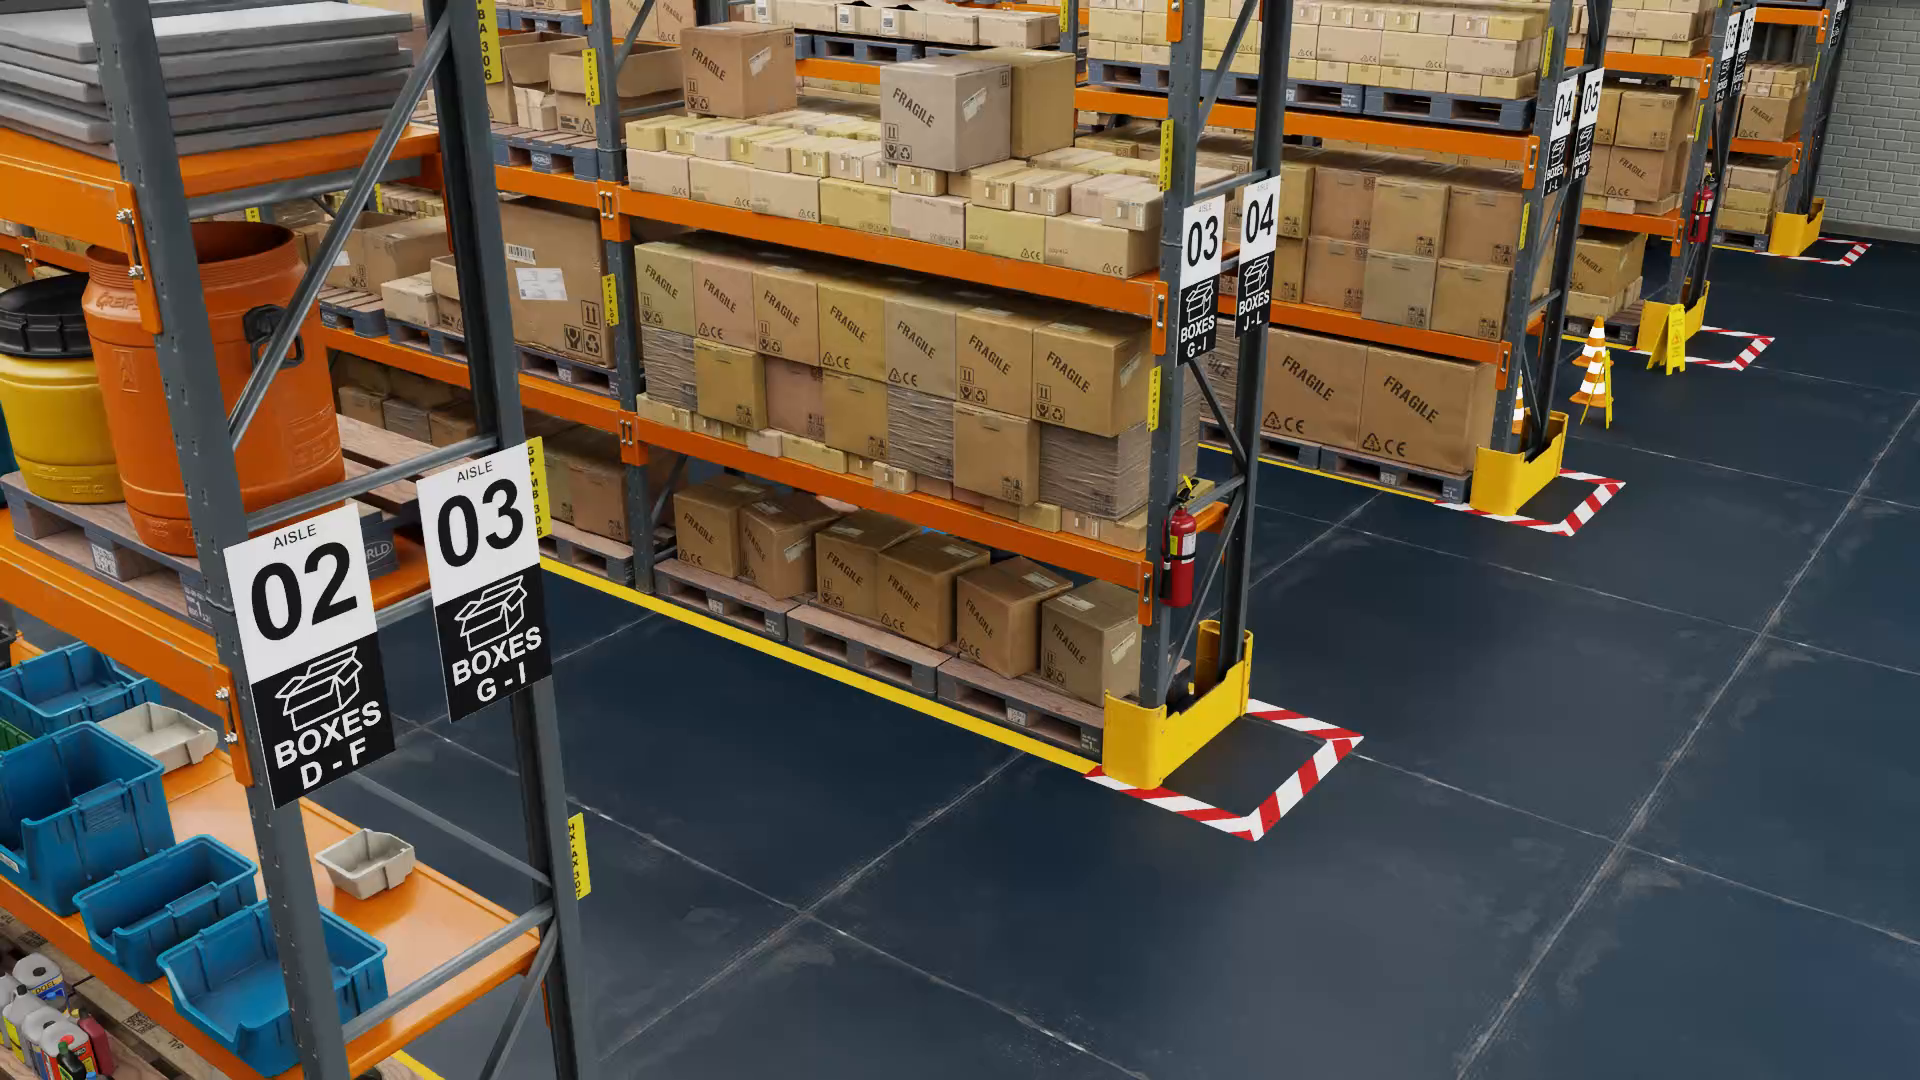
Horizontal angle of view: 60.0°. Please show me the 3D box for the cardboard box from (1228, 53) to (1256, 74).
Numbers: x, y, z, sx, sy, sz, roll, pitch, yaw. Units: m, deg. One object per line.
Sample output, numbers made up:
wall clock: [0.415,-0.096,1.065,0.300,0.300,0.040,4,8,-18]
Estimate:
cardboard box: [2.279,-3.734,12.951,0.250,0.149,0.380,17,29,33]

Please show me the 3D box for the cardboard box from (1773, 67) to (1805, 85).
cardboard box: [9.821,-5.497,19.710,0.250,0.149,0.380,17,29,33]

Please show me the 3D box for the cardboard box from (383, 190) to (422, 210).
cardboard box: [-6.759,-4.132,20.184,0.250,0.149,0.380,16,28,31]

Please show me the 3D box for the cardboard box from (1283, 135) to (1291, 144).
cardboard box: [3.482,-4.478,18.483,0.250,0.149,0.380,17,29,34]

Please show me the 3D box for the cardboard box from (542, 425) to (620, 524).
cardboard box: [-2.733,-0.502,12.224,0.500,0.500,0.700,17,29,33]

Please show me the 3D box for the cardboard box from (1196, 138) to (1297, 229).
cardboard box: [2.306,-2.936,13.667,0.550,0.550,0.875,17,29,33]

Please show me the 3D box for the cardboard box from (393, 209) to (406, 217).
cardboard box: [-6.682,-4.015,20.288,0.250,0.149,0.380,15,28,31]

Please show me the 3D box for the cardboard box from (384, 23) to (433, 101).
cardboard box: [-4.053,-3.342,11.651,0.500,0.500,0.500,16,28,32]

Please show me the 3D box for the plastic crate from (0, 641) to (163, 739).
plastic crate: [-3.806,0.678,7.175,0.616,0.251,0.499,17,29,33]

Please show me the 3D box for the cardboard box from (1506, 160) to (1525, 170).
cardboard box: [5.864,-3.867,16.813,0.500,0.500,0.500,17,29,33]

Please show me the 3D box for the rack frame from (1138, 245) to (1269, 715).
rack frame: [1.317,-0.200,8.985,0.127,3.000,1.000,17,29,33]

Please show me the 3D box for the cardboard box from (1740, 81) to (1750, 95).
cardboard box: [9.395,-5.471,20.018,0.250,0.149,0.380,17,29,34]

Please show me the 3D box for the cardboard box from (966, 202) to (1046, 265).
cardboard box: [0.377,-1.659,8.761,0.500,0.250,0.500,17,29,34]

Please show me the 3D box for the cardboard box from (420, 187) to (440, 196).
cardboard box: [-6.443,-4.302,20.570,0.250,0.149,0.380,15,28,31]

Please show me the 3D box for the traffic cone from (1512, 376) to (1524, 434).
traffic cone: [4.799,-1.202,14.404,0.334,0.463,0.336,17,29,33]

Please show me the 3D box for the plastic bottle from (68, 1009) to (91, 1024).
plastic bottle: [-3.623,2.026,6.856,0.097,0.201,0.097,0,24,0]

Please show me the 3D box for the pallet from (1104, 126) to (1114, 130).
pallet: [2.467,-4.779,19.614,1.213,0.211,1.003,17,29,33]

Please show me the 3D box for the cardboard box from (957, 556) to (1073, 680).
cardboard box: [0.328,0.461,10.062,0.500,0.500,0.500,-17,29,-34]

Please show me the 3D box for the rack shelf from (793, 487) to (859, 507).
rack shelf: [-0.856,-0.369,11.279,0.480,0.148,0.258,5,39,26]

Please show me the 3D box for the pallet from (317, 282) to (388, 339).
pallet: [-4.451,-1.909,13.101,1.003,0.211,1.213,17,29,33]

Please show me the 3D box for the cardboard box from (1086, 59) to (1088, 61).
cardboard box: [1.809,-5.565,20.146,0.500,0.500,0.500,16,29,32]

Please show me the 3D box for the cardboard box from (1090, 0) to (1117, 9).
cardboard box: [1.259,-4.406,13.488,0.250,0.149,0.380,17,29,34]

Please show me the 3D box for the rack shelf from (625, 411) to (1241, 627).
rack shelf: [-0.284,-0.355,10.227,4.000,0.370,1.077,17,29,33]

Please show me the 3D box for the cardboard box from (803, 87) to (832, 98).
cardboard box: [-1.733,-5.915,22.140,0.500,0.250,0.500,16,28,32]

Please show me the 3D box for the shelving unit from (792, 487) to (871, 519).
shelving unit: [-0.823,-0.244,11.367,0.503,1.200,0.258,5,39,26]

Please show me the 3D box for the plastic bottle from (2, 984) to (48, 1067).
plastic bottle: [-3.818,1.964,6.813,0.185,0.351,0.144,18,30,35]

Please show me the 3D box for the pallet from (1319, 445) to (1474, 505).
pallet: [3.685,-0.668,13.505,1.213,0.211,1.003,17,29,33]

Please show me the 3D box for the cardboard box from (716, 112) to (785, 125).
cardboard box: [-1.292,-2.575,10.345,0.250,0.149,0.380,17,29,34]

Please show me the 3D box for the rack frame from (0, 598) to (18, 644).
rack frame: [-4.855,0.430,7.553,0.127,3.000,1.000,17,29,33]

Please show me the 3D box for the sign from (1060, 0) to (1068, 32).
sign: [0.854,-4.319,13.581,0.005,0.325,0.100,17,29,33]

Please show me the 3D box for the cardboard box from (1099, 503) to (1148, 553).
cardboard box: [0.965,-0.088,9.041,0.250,0.149,0.380,17,29,33]

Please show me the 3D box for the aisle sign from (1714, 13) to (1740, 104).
aisle sign: [7.136,-4.479,15.471,0.004,0.787,0.394,17,29,33]

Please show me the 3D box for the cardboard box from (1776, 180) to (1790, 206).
cardboard box: [9.982,-4.344,20.657,0.500,0.250,0.500,17,29,34]

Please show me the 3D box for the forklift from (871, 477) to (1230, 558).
forklift: [0.566,-1.450,11.906,3.031,2.935,1.130,-11,26,-23]

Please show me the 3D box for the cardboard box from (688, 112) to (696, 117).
cardboard box: [-2.905,-4.424,17.623,0.250,0.149,0.380,15,28,31]

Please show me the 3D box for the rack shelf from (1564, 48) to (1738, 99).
rack shelf: [5.660,-4.925,16.879,4.000,0.370,1.077,17,29,33]

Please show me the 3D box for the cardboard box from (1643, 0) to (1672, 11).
cardboard box: [6.629,-5.082,15.666,0.250,0.149,0.380,17,29,34]

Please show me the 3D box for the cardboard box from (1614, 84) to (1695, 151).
cardboard box: [6.720,-4.090,16.080,0.500,0.500,0.700,16,28,32]

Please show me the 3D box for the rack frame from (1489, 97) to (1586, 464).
rack frame: [4.372,-1.776,12.561,0.127,3.000,1.000,17,29,33]

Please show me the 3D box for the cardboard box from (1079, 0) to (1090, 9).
cardboard box: [1.611,-6.518,19.480,0.500,0.500,0.700,17,29,33]

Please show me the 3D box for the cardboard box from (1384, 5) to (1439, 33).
cardboard box: [3.287,-3.794,12.098,0.250,0.149,0.380,17,29,34]

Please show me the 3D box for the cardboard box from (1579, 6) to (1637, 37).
cardboard box: [6.295,-5.001,15.977,0.500,0.250,0.500,16,29,33]

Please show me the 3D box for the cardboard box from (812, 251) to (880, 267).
cardboard box: [-0.559,-1.545,10.304,0.500,0.500,0.500,17,29,33]

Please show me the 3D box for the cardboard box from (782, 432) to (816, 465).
cardboard box: [-0.878,-0.609,10.224,0.250,0.149,0.380,17,29,33]

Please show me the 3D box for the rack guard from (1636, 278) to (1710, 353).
rack guard: [7.199,-2.272,16.787,0.348,0.500,1.175,17,29,33]

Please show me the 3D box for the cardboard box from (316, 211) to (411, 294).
cardboard box: [-4.629,-2.255,13.003,0.500,0.500,0.500,13,27,27]

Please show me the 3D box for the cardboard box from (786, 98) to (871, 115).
cardboard box: [-1.271,-3.980,16.200,0.500,0.500,0.700,16,29,33]

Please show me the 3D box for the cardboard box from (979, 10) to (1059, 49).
cardboard box: [0.510,-4.405,14.348,0.500,0.250,0.500,17,29,34]

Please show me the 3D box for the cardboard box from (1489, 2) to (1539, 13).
cardboard box: [4.096,-3.881,12.296,0.250,0.149,0.380,17,29,34]

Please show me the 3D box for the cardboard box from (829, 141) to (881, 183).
cardboard box: [-0.516,-2.122,9.317,0.250,0.149,0.380,18,29,35]

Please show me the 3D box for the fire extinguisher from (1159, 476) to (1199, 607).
fire extinguisher: [1.132,0.011,8.600,0.183,0.674,0.296,17,29,33]

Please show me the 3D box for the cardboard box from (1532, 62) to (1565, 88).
cardboard box: [4.290,-3.458,12.325,0.250,0.149,0.380,17,29,34]

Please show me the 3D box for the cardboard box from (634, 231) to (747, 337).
cardboard box: [-1.677,-1.616,10.465,0.500,0.500,0.500,17,29,33]

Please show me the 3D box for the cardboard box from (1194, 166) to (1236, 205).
cardboard box: [1.235,-1.828,8.650,0.250,0.149,0.380,17,29,33]
